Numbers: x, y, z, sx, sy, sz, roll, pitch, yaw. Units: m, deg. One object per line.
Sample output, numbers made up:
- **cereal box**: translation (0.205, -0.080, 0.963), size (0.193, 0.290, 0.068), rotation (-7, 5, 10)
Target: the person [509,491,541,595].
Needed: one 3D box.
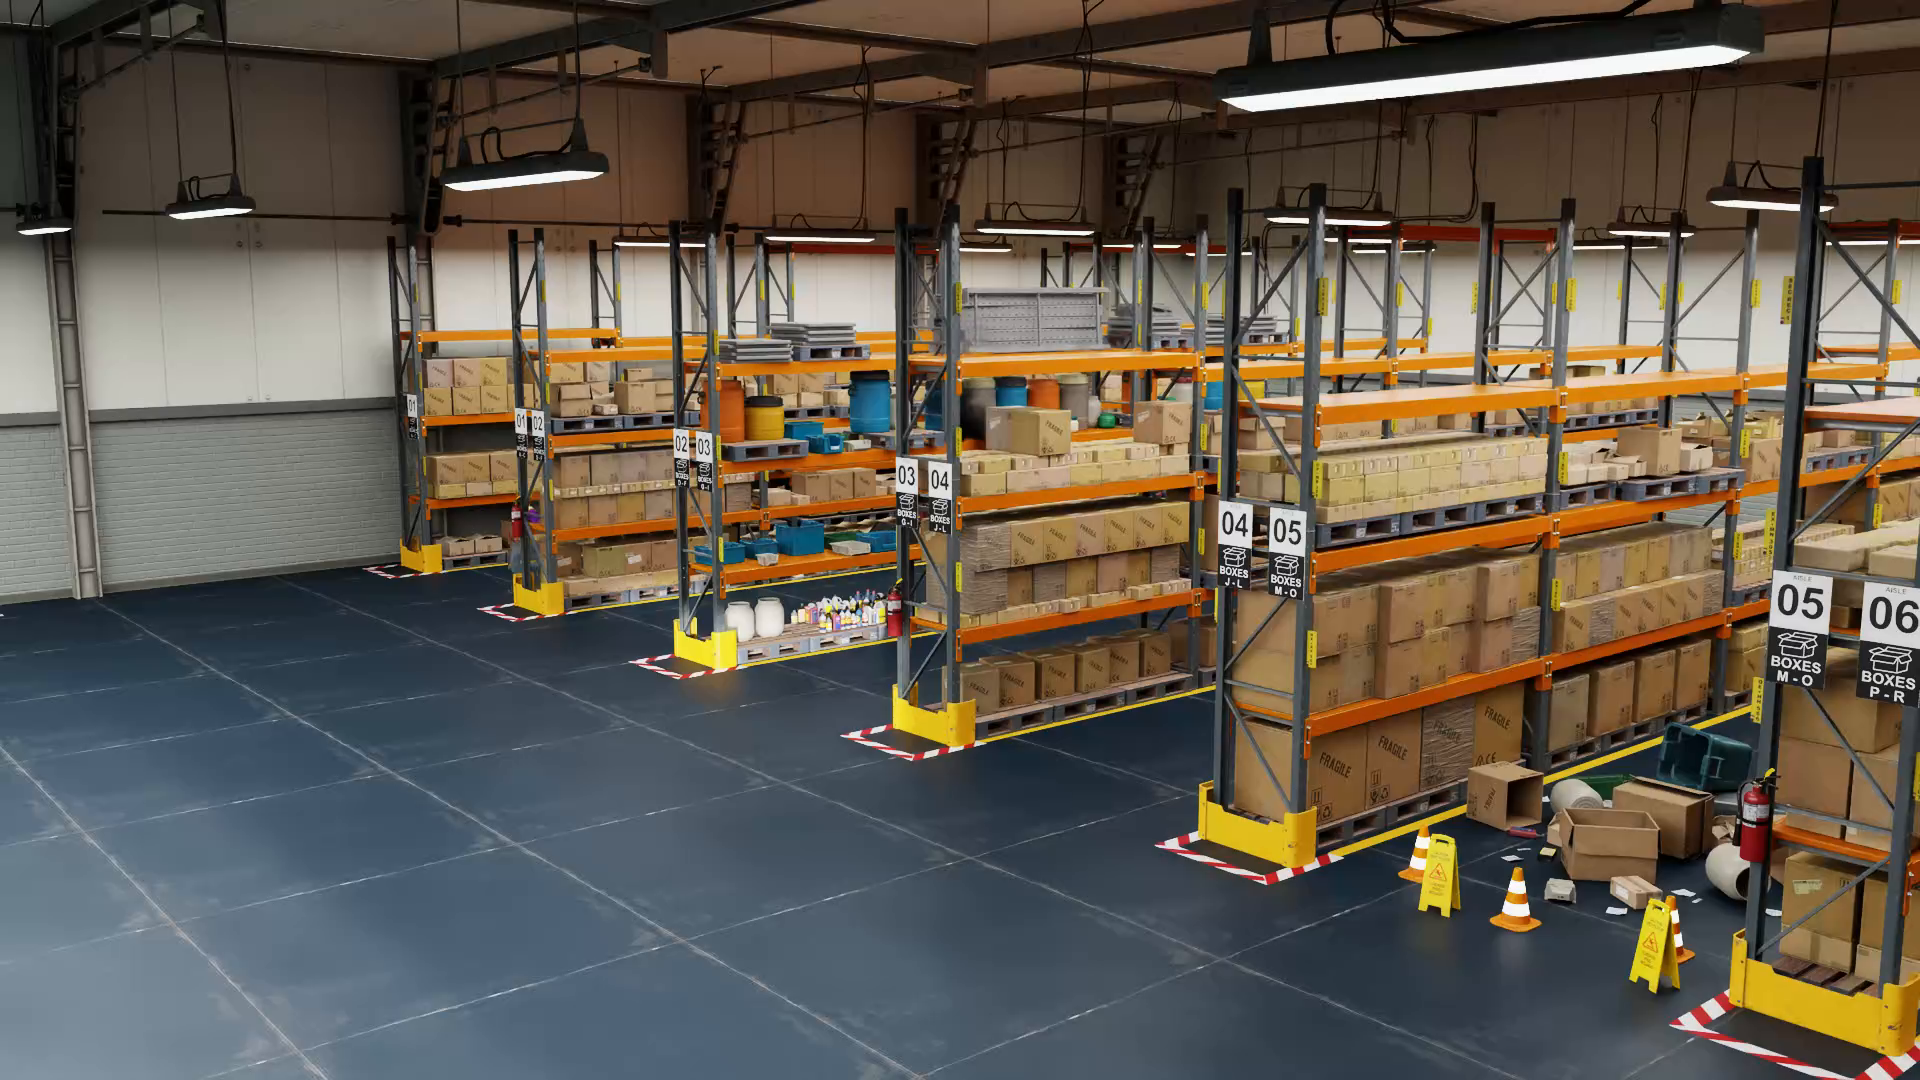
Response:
- **person**: translation (-7.273, 0.018, 27.982), size (0.788, 1.743, 0.719), rotation (-8, 12, -43)
